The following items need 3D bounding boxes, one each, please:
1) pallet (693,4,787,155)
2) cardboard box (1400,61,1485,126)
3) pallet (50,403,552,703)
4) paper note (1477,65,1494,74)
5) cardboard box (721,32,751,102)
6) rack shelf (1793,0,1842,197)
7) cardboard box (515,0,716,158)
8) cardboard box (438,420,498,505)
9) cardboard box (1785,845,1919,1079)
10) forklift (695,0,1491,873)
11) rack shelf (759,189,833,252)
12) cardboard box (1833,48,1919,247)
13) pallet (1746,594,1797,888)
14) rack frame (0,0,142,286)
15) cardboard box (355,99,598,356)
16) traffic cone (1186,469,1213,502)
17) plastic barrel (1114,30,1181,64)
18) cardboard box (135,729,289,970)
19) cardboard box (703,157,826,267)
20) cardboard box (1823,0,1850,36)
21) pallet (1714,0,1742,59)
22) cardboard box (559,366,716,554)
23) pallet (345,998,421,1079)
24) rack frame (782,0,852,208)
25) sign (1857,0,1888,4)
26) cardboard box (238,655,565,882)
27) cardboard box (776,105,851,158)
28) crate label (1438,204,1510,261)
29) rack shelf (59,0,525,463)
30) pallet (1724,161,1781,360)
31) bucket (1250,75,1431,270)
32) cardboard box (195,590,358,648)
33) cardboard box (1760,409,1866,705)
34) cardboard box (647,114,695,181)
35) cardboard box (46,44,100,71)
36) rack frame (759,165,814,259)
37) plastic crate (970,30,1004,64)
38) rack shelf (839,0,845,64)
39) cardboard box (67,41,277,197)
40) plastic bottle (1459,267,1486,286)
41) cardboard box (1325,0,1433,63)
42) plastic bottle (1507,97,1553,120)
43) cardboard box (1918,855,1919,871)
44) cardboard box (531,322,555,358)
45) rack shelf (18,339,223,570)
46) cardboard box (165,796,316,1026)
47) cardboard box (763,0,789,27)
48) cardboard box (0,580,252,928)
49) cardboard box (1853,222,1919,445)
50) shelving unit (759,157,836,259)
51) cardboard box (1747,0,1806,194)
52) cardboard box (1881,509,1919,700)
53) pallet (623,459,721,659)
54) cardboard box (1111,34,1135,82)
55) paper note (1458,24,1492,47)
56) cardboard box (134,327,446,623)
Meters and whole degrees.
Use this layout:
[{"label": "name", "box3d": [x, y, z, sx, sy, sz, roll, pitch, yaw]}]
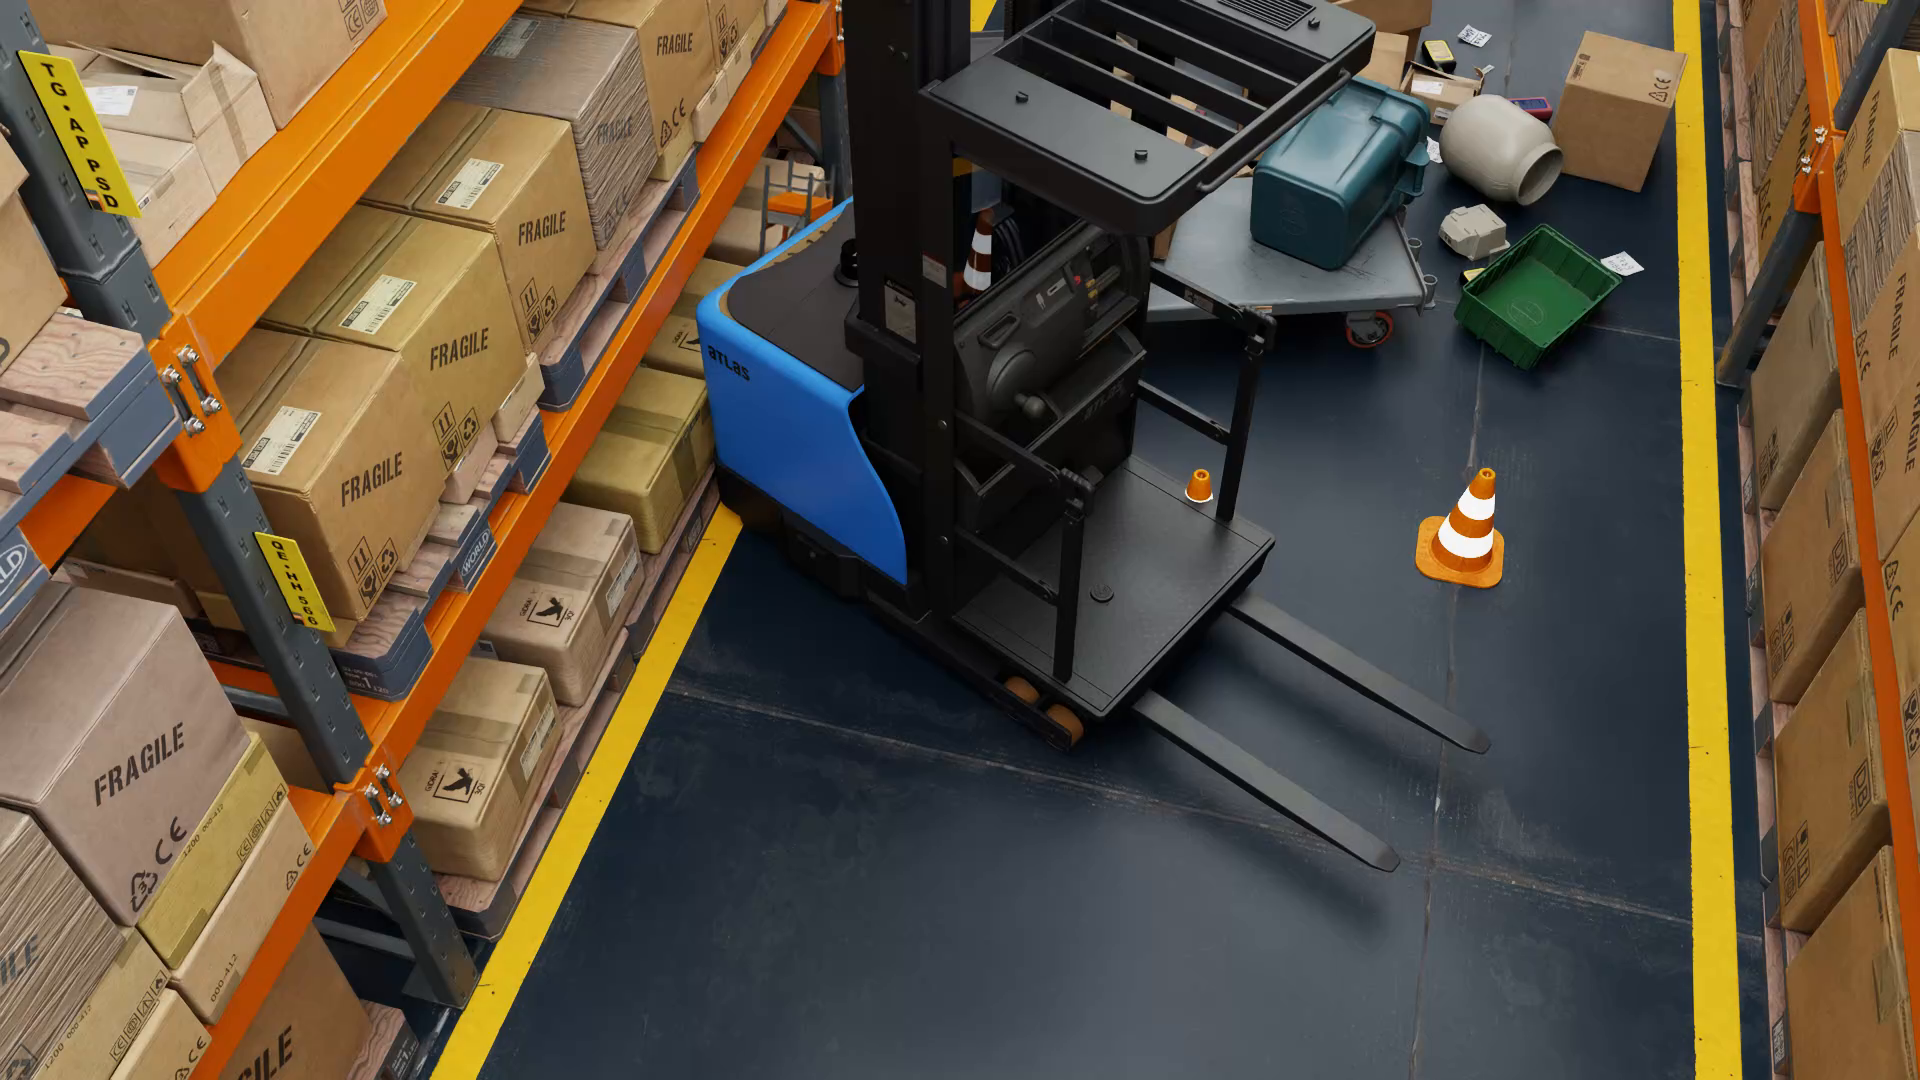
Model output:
[{"label": "pallet", "box3d": [-1.345, -1.930, 6.499, 1.003, 0.211, 1.213, 12, 50, 10]}, {"label": "cardboard box", "box3d": [2.475, -2.315, 8.535, 0.396, 0.266, 0.258, 19, 51, 16]}, {"label": "pallet", "box3d": [-1.971, -0.097, 4.882, 1.213, 0.211, 1.003, 12, 50, 10]}, {"label": "paper note", "box3d": [2.804, -2.505, 8.873, 0.123, 0.001, 0.032, -37, 58, -28]}, {"label": "cardboard box", "box3d": [-0.992, -1.765, 6.114, 0.380, 0.149, 0.250, 11, 49, 9]}, {"label": "rack shelf", "box3d": [4.325, -2.822, 7.639, 1.077, 0.370, 4.000, 12, 50, 10]}, {"label": "cardboard box", "box3d": [-1.174, -1.677, 5.603, 0.500, 0.500, 0.500, 13, 50, 11]}, {"label": "cardboard box", "box3d": [-1.568, -0.265, 4.789, 0.380, 0.149, 0.250, 9, 49, 8]}, {"label": "cardboard box", "box3d": [2.993, 1.463, 4.598, 1.050, 0.750, 0.750, 11, 49, 10]}, {"label": "forklift", "box3d": [0.473, -0.666, 5.302, 3.031, 2.935, 1.130, 33, 56, 25]}, {"label": "rack shelf", "box3d": [-0.659, -1.258, 6.698, 0.215, 0.259, 0.240, 13, 23, 13]}, {"label": "cardboard box", "box3d": [3.401, -1.319, 5.766, 0.500, 0.500, 0.500, 12, 50, 10]}, {"label": "pallet", "box3d": [3.349, 0.768, 5.851, 1.003, 0.211, 1.213, 12, 50, 10]}, {"label": "rack frame", "box3d": [-2.056, -1.609, 2.087, 1.000, 3.000, 0.127, 12, 50, 10]}, {"label": "cardboard box", "box3d": [-1.451, -0.938, 4.951, 0.500, 0.500, 0.500, 12, 50, 11]}, {"label": "traffic cone", "box3d": [0.910, -0.097, 6.446, 0.336, 0.463, 0.334, 12, 50, 10]}, {"label": "plastic barrel", "box3d": [0.967, -2.765, 8.827, 0.421, 0.421, 0.512, -27, 54, -22]}, {"label": "cardboard box", "box3d": [-1.938, 0.661, 3.852, 0.500, 0.250, 0.500, 11, 50, 10]}, {"label": "cardboard box", "box3d": [-1.139, -1.407, 7.382, 0.950, 0.372, 0.625, 12, 50, 11]}, {"label": "cardboard box", "box3d": [4.007, -2.335, 6.629, 0.875, 0.550, 0.550, 12, 50, 10]}, {"label": "pallet", "box3d": [4.717, -2.990, 9.167, 1.003, 0.211, 1.213, 12, 50, 10]}, {"label": "cardboard box", "box3d": [-1.506, -0.383, 6.479, 0.950, 0.372, 0.625, 13, 50, 11]}, {"label": "pallet", "box3d": [-2.336, 1.854, 4.892, 1.003, 0.211, 1.213, 12, 50, 10]}, {"label": "rack frame", "box3d": [-1.003, -2.517, 6.890, 1.000, 3.000, 0.127, 12, 50, 10]}, {"label": "sign", "box3d": [3.263, -2.034, 5.834, 0.100, 0.325, 0.005, 12, 50, 10]}, {"label": "cardboard box", "box3d": [-1.898, 0.700, 5.523, 0.950, 0.372, 0.625, 9, 49, 7]}, {"label": "cardboard box", "box3d": [-0.587, -2.120, 8.093, 0.500, 0.250, 0.500, 10, 49, 8]}, {"label": "crate label", "box3d": [2.429, -1.466, 7.871, 0.298, 0.136, 0.250, -19, 51, -16]}, {"label": "rack shelf", "box3d": [-1.529, -1.825, 4.758, 1.077, 0.370, 4.000, 12, 50, 10]}, {"label": "pallet", "box3d": [4.075, -1.225, 7.609, 1.003, 0.211, 1.213, 12, 50, 10]}, {"label": "bucket", "box3d": [1.611, -1.587, 7.238, 0.726, 0.611, 0.620, 28, 64, 22]}, {"label": "cardboard box", "box3d": [-1.791, 0.122, 4.448, 0.380, 0.149, 0.250, 9, 49, 8]}, {"label": "cardboard box", "box3d": [3.465, 0.156, 5.751, 1.050, 0.750, 0.750, 12, 50, 10]}, {"label": "cardboard box", "box3d": [-1.155, -1.411, 5.801, 0.380, 0.149, 0.250, 12, 50, 10]}, {"label": "cardboard box", "box3d": [-2.118, -0.984, 3.704, 0.380, 0.149, 0.250, 12, 50, 10]}, {"label": "rack frame", "box3d": [-0.726, -0.966, 6.691, 0.200, 1.050, 0.008, 13, 23, 13]}, {"label": "plastic crate", "box3d": [0.201, -2.525, 8.844, 0.402, 0.080, 0.583, -4, 49, -3]}, {"label": "rack shelf", "box3d": [-0.477, -3.726, 8.436, 1.077, 0.370, 4.000, 12, 50, 10]}, {"label": "cardboard box", "box3d": [-1.742, -0.951, 3.596, 0.396, 0.266, 0.258, 12, 50, 10]}, {"label": "plastic bottle", "box3d": [2.416, -1.139, 7.633, 0.133, 0.061, 0.283, -11, 50, -10]}, {"label": "cardboard box", "box3d": [2.030, -2.814, 8.817, 0.797, 0.503, 0.637, -19, 51, -16]}, {"label": "plastic bottle", "box3d": [2.900, -2.224, 8.591, 0.283, 0.061, 0.133, -4, 49, -3]}, {"label": "cardboard box", "box3d": [2.606, 0.868, 3.835, 0.500, 0.500, 0.500, 12, 50, 10]}, {"label": "cardboard box", "box3d": [-1.487, -0.649, 5.129, 0.380, 0.149, 0.250, 14, 50, 12]}, {"label": "rack shelf", "box3d": [-2.582, 1.068, 2.205, 1.077, 0.370, 4.000, 12, 50, 10]}, {"label": "cardboard box", "box3d": [-1.939, 0.843, 4.024, 0.500, 0.250, 0.500, 10, 49, 9]}, {"label": "cardboard box", "box3d": [-0.872, -2.146, 6.450, 0.380, 0.149, 0.250, 12, 50, 11]}, {"label": "cardboard box", "box3d": [-1.940, 0.438, 3.548, 0.500, 0.500, 0.500, 10, 49, 9]}, {"label": "cardboard box", "box3d": [3.135, -0.593, 5.125, 0.500, 0.500, 0.500, 11, 50, 10]}, {"label": "shelving unit", "box3d": [-0.691, -1.007, 6.801, 0.215, 1.050, 0.252, 13, 23, 13]}, {"label": "cardboard box", "box3d": [4.266, -2.143, 7.697, 0.875, 0.875, 0.875, 12, 50, 10]}, {"label": "cardboard box", "box3d": [2.870, 0.146, 4.473, 0.500, 0.500, 0.500, 11, 49, 9]}, {"label": "pallet", "box3d": [-1.526, -0.146, 6.657, 1.003, 0.211, 1.213, 12, 50, 10]}, {"label": "cardboard box", "box3d": [0.592, -2.197, 8.273, 0.500, 0.500, 0.500, -27, 54, -22]}, {"label": "paper note", "box3d": [2.812, -2.755, 9.081, 0.144, 0.017, 0.142, 28, 54, 22]}, {"label": "cardboard box", "box3d": [-1.714, -0.174, 4.277, 0.500, 0.500, 0.500, 10, 49, 9]}]
